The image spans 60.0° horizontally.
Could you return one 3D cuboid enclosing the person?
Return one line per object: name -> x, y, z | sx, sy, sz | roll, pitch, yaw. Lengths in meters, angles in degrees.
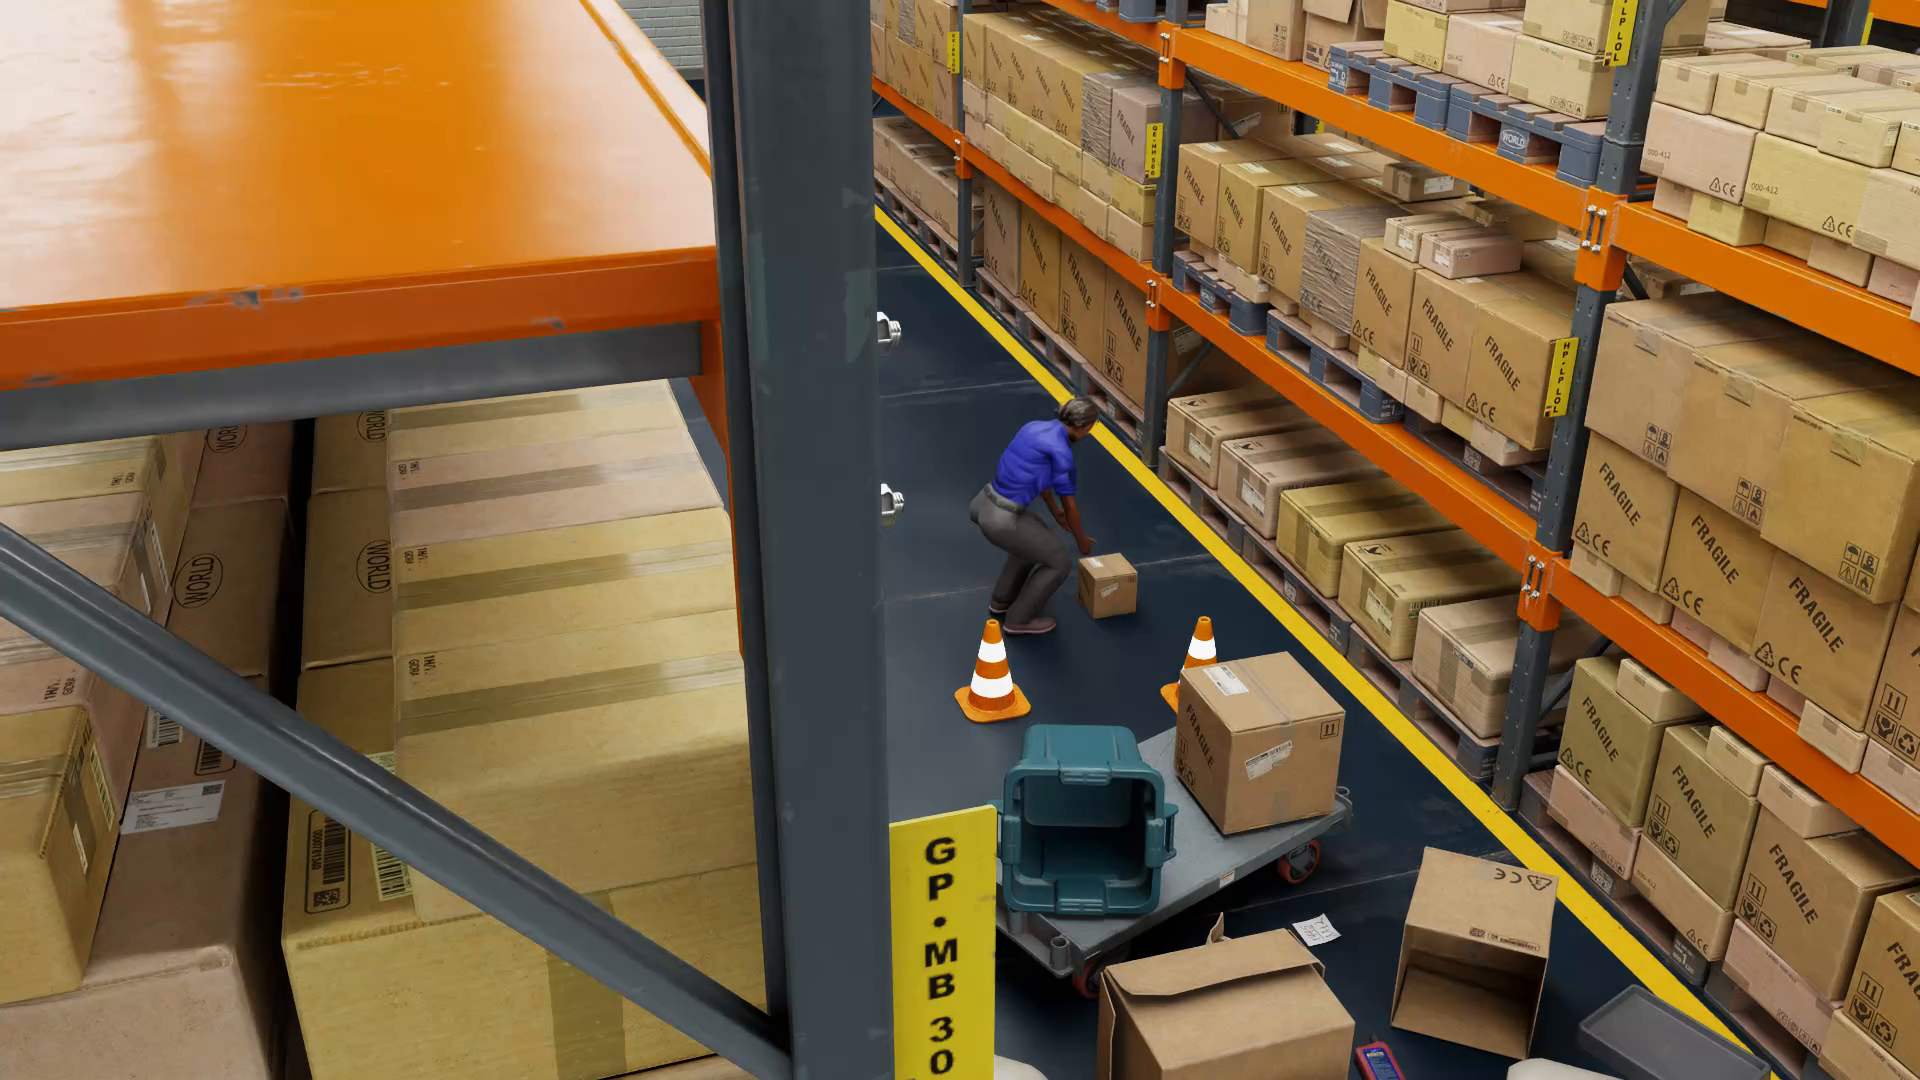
person -> 0.389, -0.143, 8.876 | 0.698, 1.248, 0.500 | -8, 28, -16
